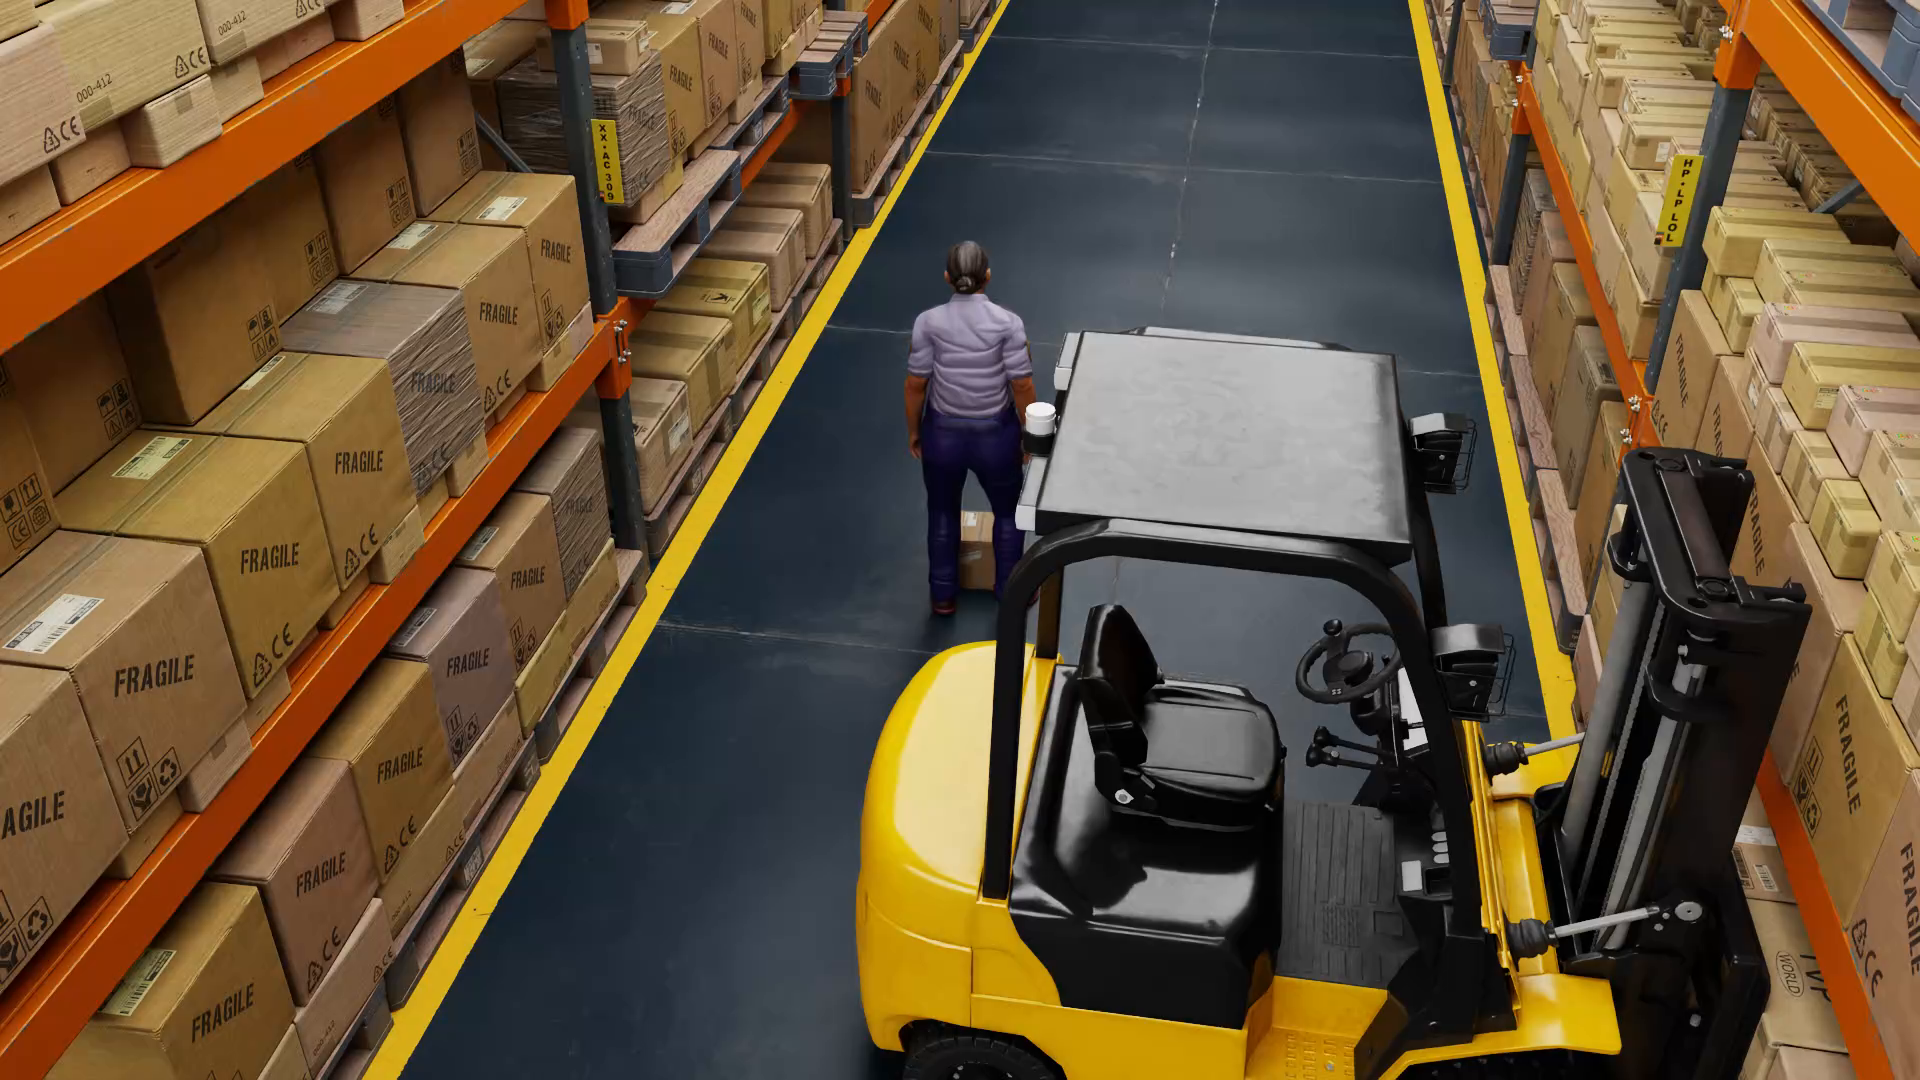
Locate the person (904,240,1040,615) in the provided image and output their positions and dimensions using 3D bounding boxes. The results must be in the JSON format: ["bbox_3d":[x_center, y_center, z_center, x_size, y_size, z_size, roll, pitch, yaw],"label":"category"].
[{"bbox_3d":[0.059,-0.416,6.796,0.562,1.651,0.372,3,33,5],"label":"person"}]
